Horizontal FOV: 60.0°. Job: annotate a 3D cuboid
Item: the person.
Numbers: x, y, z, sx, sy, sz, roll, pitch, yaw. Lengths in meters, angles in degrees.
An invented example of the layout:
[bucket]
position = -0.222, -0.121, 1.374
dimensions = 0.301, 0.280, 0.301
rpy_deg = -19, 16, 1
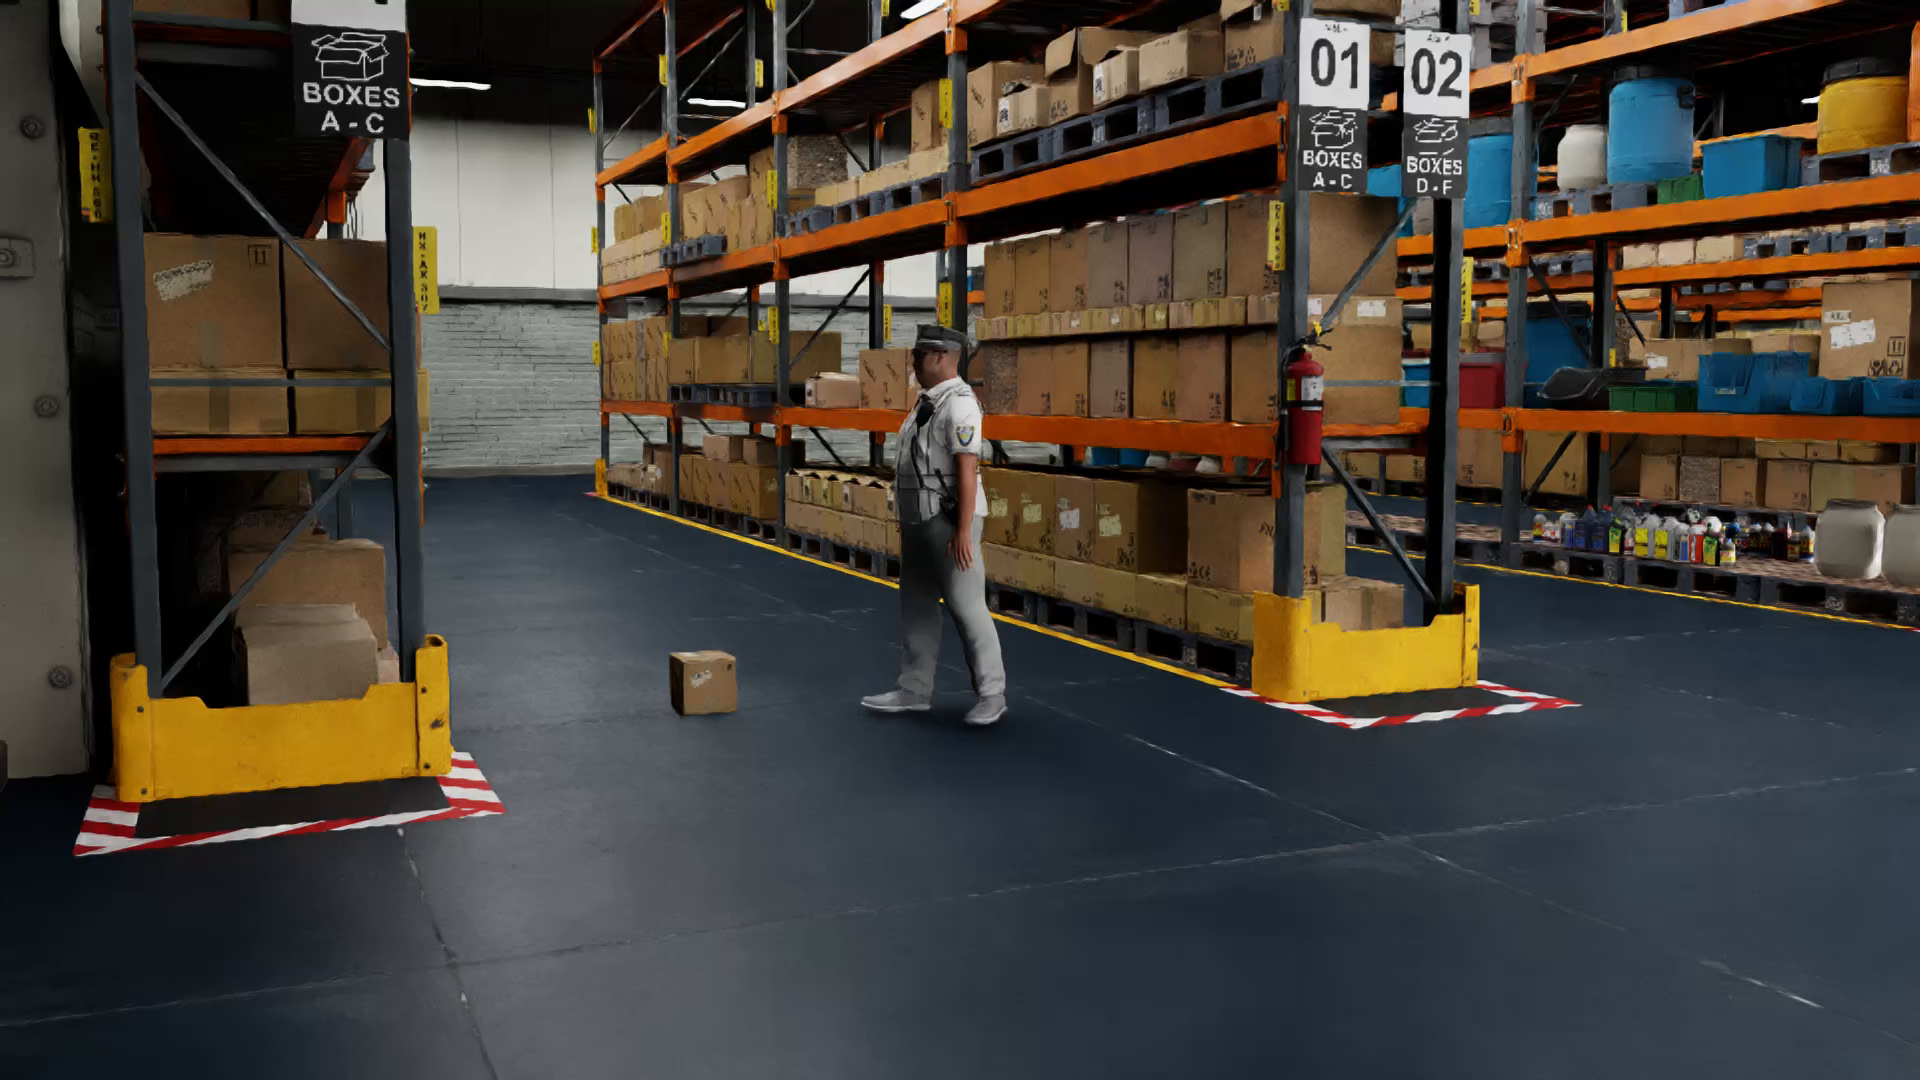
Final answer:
[person]
position = -0.125, -0.088, 7.440
dimensions = 0.592, 1.750, 0.717
rpy_deg = -2, 6, -22
